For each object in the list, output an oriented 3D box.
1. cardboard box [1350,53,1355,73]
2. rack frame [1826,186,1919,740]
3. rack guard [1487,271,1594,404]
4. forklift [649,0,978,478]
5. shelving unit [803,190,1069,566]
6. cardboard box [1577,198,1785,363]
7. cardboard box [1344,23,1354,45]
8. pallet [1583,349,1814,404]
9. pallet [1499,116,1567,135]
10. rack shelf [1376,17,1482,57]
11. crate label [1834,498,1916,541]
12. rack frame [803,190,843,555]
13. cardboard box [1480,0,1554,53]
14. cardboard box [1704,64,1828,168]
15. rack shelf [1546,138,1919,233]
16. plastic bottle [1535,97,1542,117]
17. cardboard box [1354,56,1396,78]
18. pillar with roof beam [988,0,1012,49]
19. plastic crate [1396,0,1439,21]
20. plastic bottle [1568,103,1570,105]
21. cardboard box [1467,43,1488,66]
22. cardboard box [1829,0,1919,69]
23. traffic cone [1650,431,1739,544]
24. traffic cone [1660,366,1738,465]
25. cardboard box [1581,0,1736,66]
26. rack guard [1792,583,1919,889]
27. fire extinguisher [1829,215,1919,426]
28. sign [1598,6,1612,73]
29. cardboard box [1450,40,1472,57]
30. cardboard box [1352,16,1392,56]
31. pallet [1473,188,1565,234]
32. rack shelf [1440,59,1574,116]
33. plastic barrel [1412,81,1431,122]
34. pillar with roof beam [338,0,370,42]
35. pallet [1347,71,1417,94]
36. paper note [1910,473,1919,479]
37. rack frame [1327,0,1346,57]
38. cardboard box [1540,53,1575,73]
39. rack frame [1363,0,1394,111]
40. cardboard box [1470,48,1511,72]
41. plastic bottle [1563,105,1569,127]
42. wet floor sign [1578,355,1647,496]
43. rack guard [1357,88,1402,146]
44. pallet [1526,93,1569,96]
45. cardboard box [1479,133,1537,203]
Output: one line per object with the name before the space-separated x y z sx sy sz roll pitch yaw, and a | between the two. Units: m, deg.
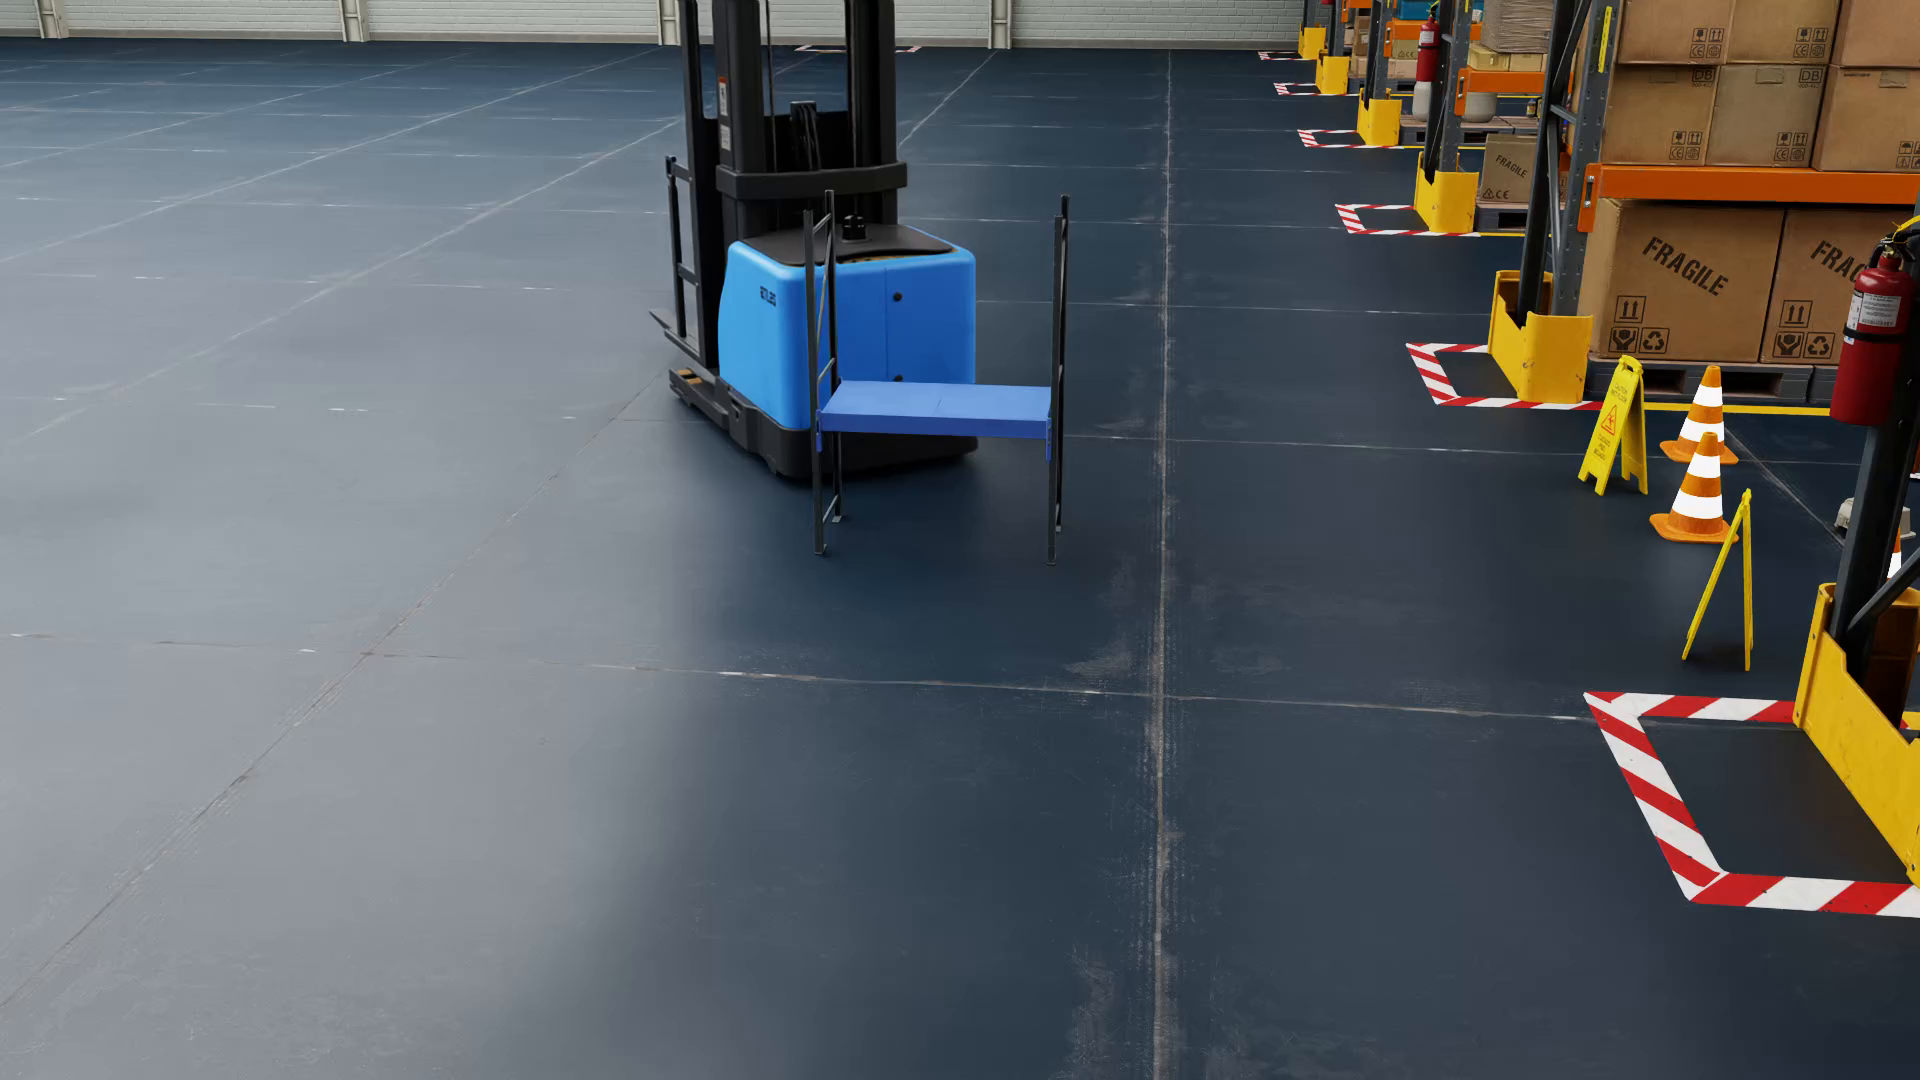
cardboard box | 5.862 -6.803 23.738 0.500 0.250 0.500 2 22 6
rack frame | 2.959 -0.567 4.795 0.127 3.000 1.000 2 22 6
rack guard | 3.417 -1.218 9.840 0.348 0.500 1.175 2 22 6
forklift | -1.004 -2.167 8.934 1.130 2.935 3.031 -10 24 -24
shelving unit | -0.085 -0.701 7.173 1.048 1.500 0.538 2 22 6
cardboard box | 4.122 -1.581 9.678 0.875 0.875 0.875 3 22 7
cardboard box | 6.550 -8.502 27.925 0.500 0.311 0.500 0 22 0
pallet | 4.244 -1.076 9.875 1.213 0.211 1.003 2 22 6
pallet | 6.803 -4.620 18.839 1.213 0.211 1.003 2 22 6
rack shelf | 6.694 -5.573 18.434 4.000 0.370 1.077 2 22 6
crate label | 4.118 -0.097 7.499 0.298 0.136 0.250 -9 23 -22
rack frame | -0.590 -0.723 7.229 0.032 1.500 0.500 2 22 6
cardboard box | 4.668 -4.337 13.788 0.500 0.500 0.875 2 22 6
cardboard box | 4.363 -2.433 9.311 0.550 0.550 0.875 2 22 6
rack shelf | 5.427 -1.958 9.291 4.000 0.370 1.077 2 22 6
plastic bottle | 6.701 -5.017 19.147 0.133 0.283 0.061 3 22 8
cardboard box | 5.801 -6.614 23.259 0.500 0.250 0.500 2 22 6
pillar with roof beam | 0.206 -11.374 23.970 0.400 9.000 9.100 2 22 6
plastic crate | 5.240 -6.012 18.770 0.616 0.251 0.499 2 22 6
plastic bottle | 6.972 -4.904 18.973 0.097 0.201 0.097 0 22 0
cardboard box | 4.432 -4.132 14.153 0.250 0.149 0.380 2 22 6
cardboard box | 4.902 -2.857 8.913 0.550 0.550 0.875 2 22 6
traffic cone | 3.330 -0.260 7.468 0.334 0.463 0.336 2 22 6
traffic cone | 3.801 -0.658 8.474 0.334 0.463 0.336 2 22 6
cardboard box | 3.805 -2.921 9.075 0.550 0.550 0.875 2 22 6
rack guard | 3.034 0.598 5.246 0.348 0.500 1.175 2 22 6
fire extinguisher | 2.899 -0.705 5.247 0.183 0.674 0.296 2 22 6
sign | 3.370 -2.616 8.692 0.005 0.325 0.100 2 22 6
cardboard box | 6.796 -6.925 23.026 0.500 0.500 0.500 2 22 6
cardboard box | 5.862 -7.153 23.602 0.500 0.500 0.500 2 22 6
pallet | 5.003 -2.837 14.330 1.213 0.211 1.003 2 22 6
rack shelf | 6.111 -3.764 13.860 4.000 0.370 1.077 2 22 6
plastic barrel | 5.370 -5.032 18.900 0.421 0.512 0.421 0 22 0
pillar with roof beam | -11.711 -11.893 25.284 0.400 9.000 9.100 2 22 6
pallet | 6.059 -6.488 23.563 1.213 0.211 1.003 2 22 6
paper note | 4.757 -0.312 8.189 0.142 0.017 0.144 11 24 25
rack frame | 5.294 -7.802 23.095 0.127 3.000 1.000 2 22 6
cardboard box | 4.872 -3.935 13.656 0.250 0.149 0.380 2 22 6
rack frame | 4.708 -5.994 18.521 0.127 3.000 1.000 2 22 6
cardboard box | 4.380 -3.969 13.742 0.250 0.149 0.380 2 22 6
plastic bottle | 6.694 -4.727 18.412 0.133 0.283 0.061 3 22 7
wet floor sign | 3.179 -0.563 7.985 0.232 0.644 0.267 -1 22 -3
rack guard | 4.789 -4.845 19.016 0.348 0.500 1.175 2 22 6
pallet | 8.482 -6.382 23.296 1.213 0.211 1.003 2 22 6
cardboard box | 4.743 -3.185 14.246 0.500 0.500 0.500 7 23 16
